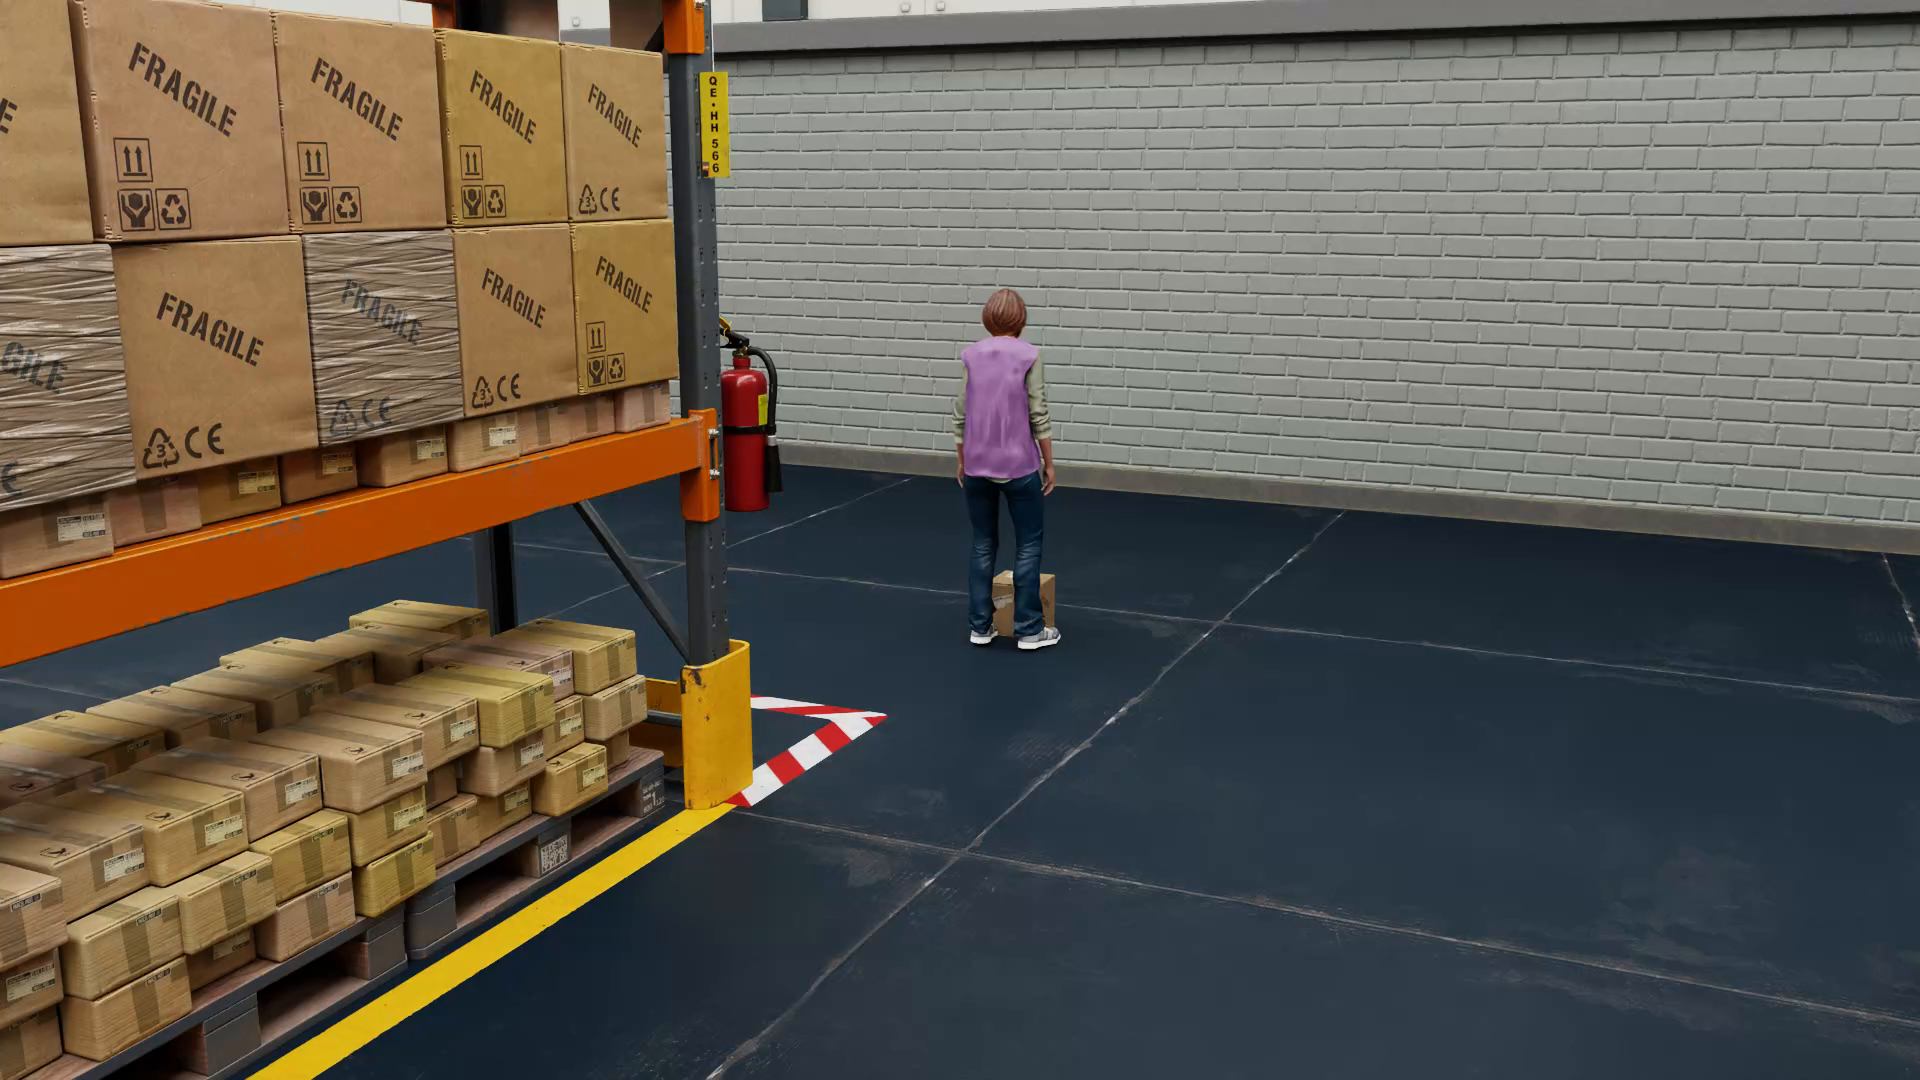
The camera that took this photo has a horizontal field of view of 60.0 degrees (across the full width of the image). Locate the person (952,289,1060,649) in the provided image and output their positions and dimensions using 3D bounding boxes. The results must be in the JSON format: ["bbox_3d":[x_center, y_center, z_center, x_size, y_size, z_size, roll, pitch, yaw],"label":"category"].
[{"bbox_3d":[0.196,-0.308,7.391,0.470,1.591,0.350,5,14,23],"label":"person"}]
